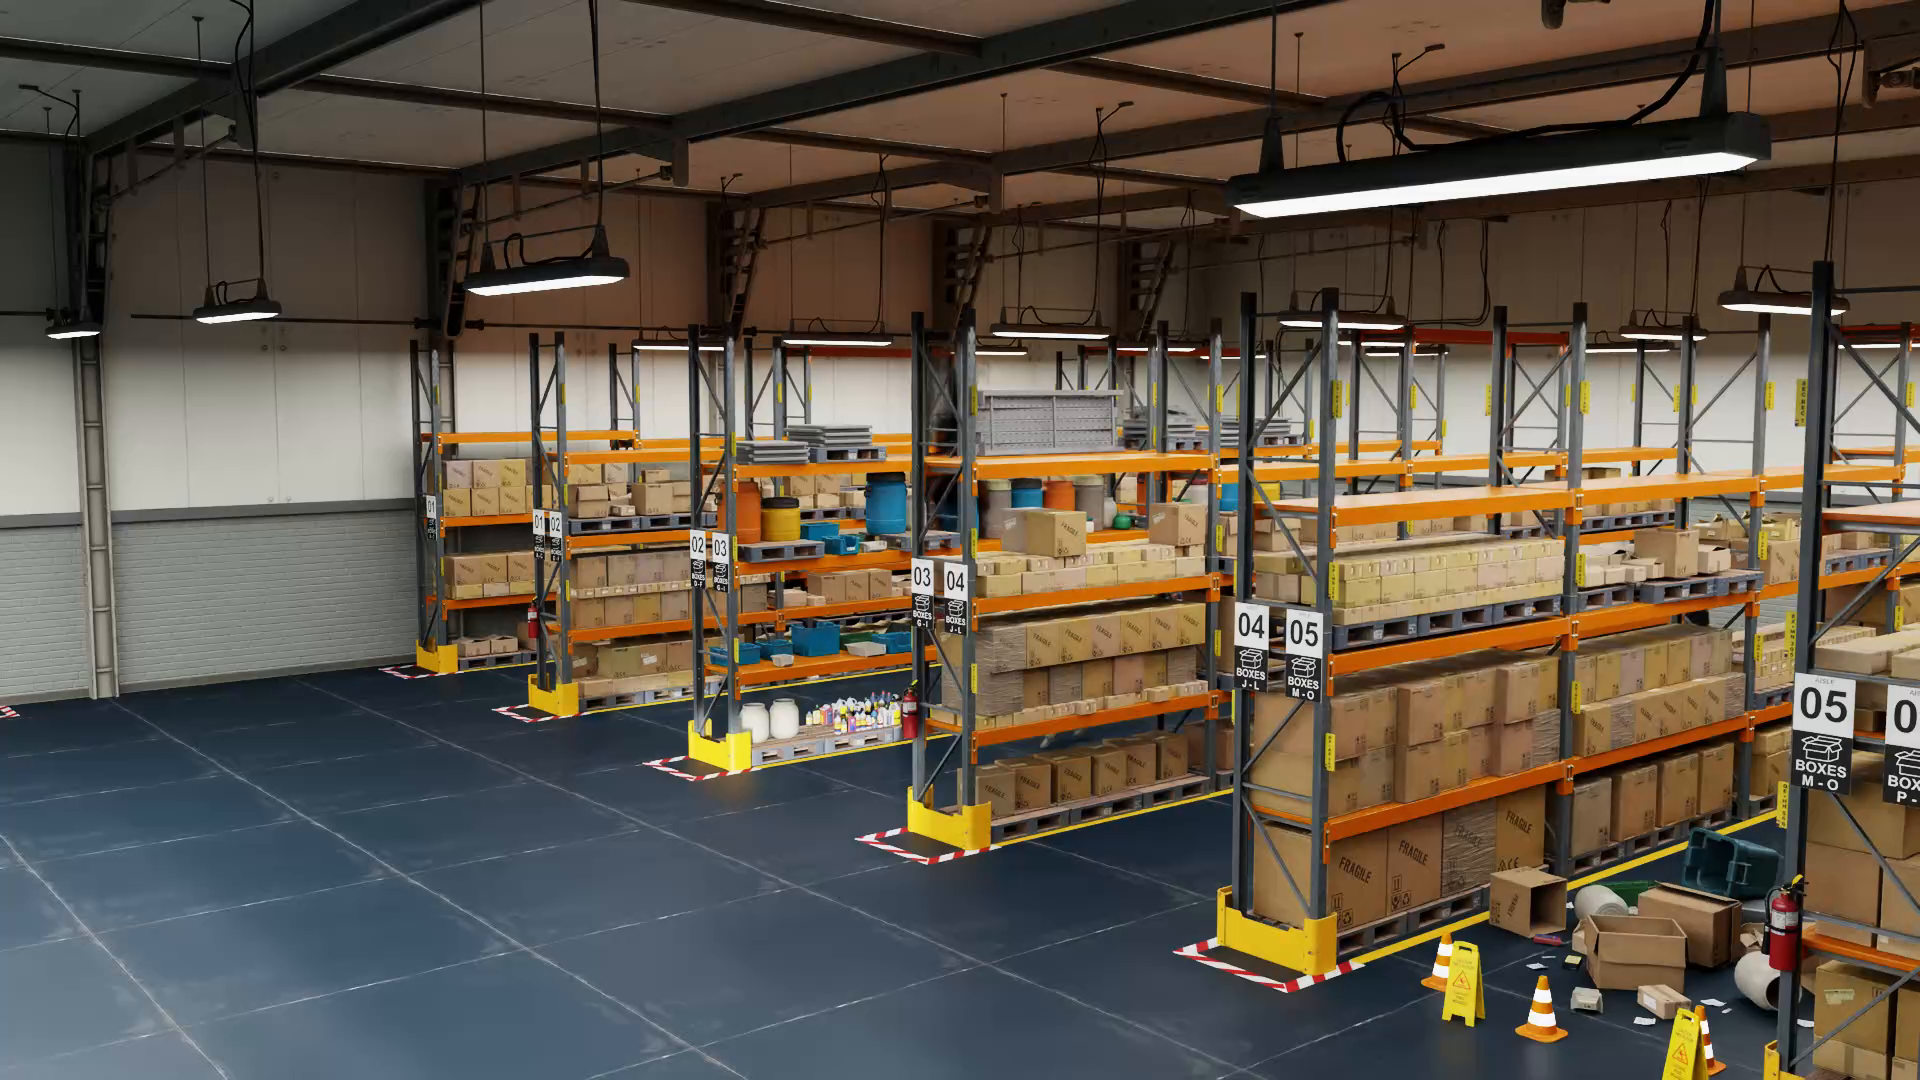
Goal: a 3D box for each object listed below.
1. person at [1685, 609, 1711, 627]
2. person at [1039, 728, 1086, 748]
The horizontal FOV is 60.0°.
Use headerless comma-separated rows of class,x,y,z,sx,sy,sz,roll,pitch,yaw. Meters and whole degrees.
person,13.079,1.607,29.535,0.646,1.668,0.536,-1,5,-11
person,1.516,2.043,23.935,0.651,1.803,0.983,5,7,41
